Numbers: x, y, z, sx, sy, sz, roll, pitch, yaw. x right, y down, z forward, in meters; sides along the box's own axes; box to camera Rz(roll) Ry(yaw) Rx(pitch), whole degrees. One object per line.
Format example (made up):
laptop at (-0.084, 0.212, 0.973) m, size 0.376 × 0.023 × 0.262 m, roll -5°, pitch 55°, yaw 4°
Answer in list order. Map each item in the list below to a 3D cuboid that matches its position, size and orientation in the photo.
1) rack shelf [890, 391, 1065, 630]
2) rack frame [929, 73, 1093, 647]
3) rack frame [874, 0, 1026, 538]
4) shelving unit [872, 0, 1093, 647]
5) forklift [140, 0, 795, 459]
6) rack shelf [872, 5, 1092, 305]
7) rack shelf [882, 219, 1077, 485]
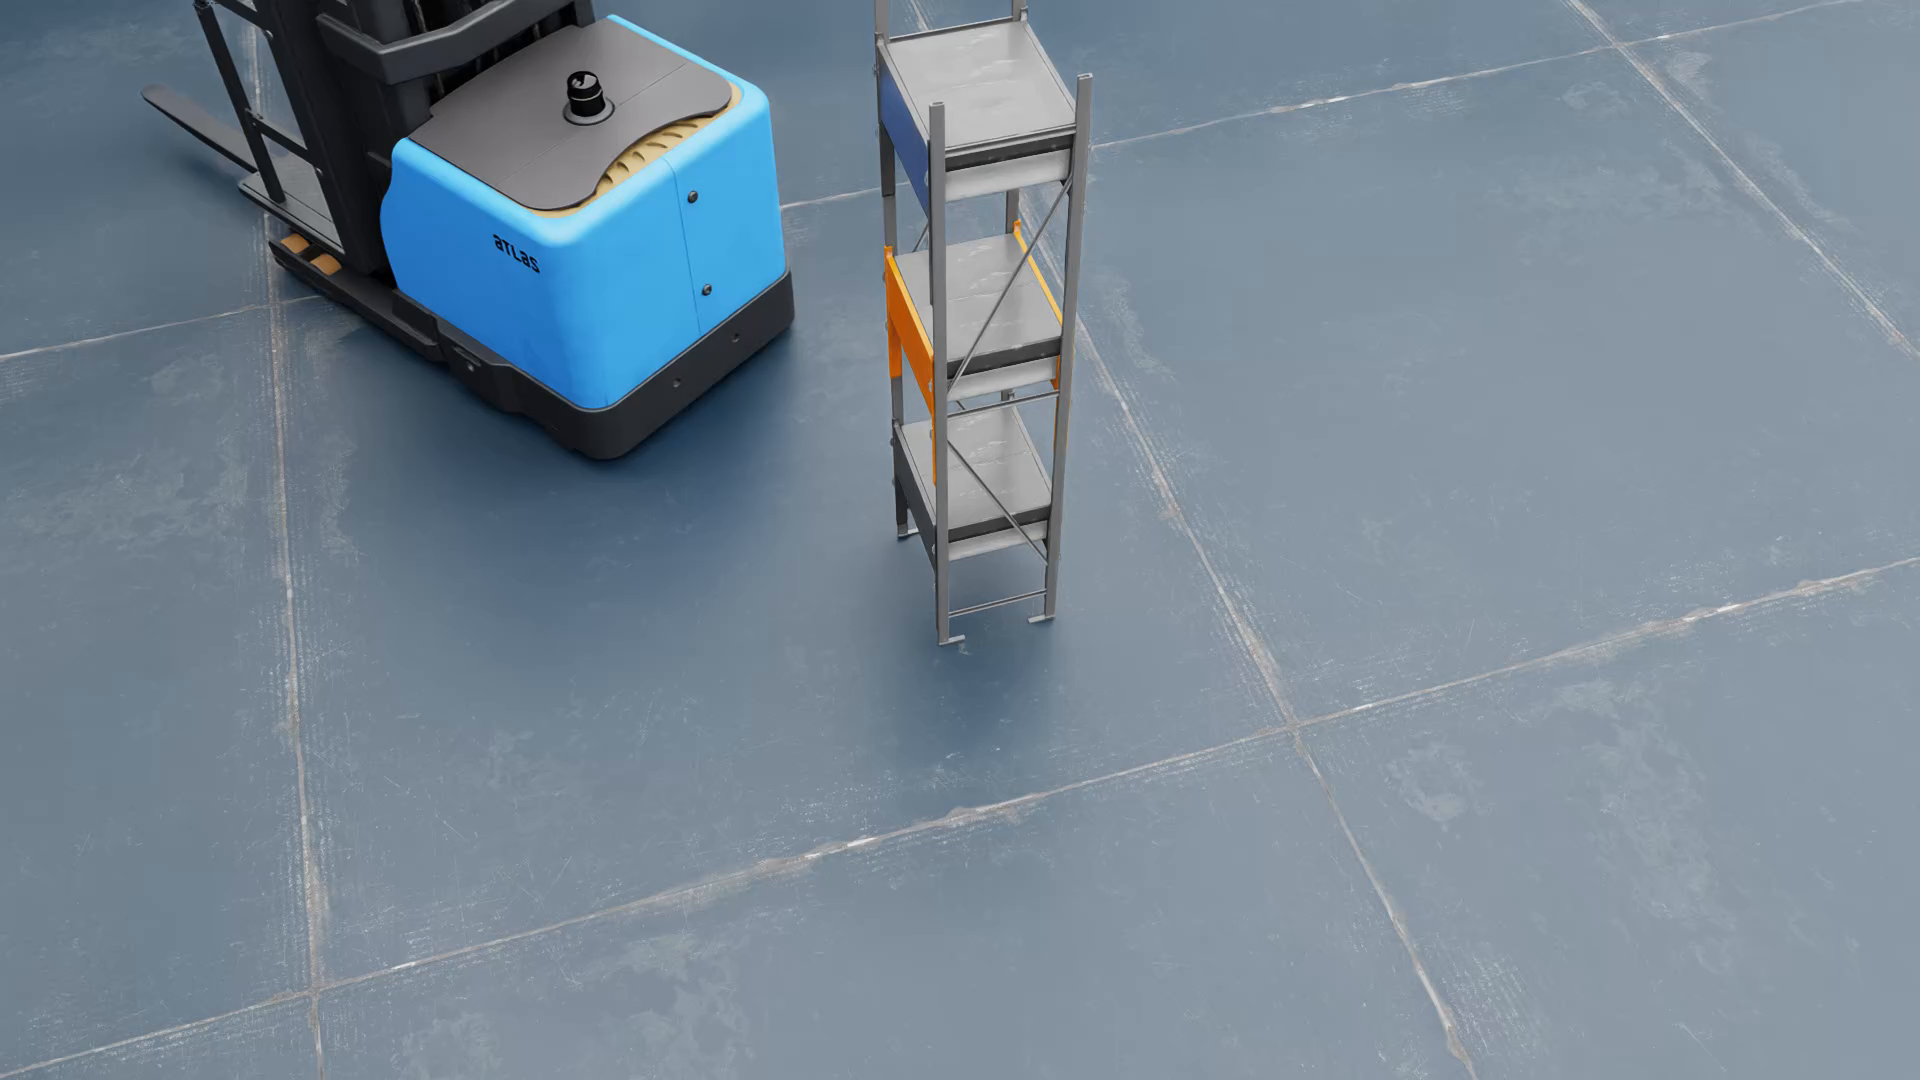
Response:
rack shelf at (0.049, -0.096, 5.391) m, size 0.431 × 0.518 × 0.480 m, roll -13°, pitch 51°, yaw -11°
rack frame at (0.121, -0.378, 4.695) m, size 0.400 × 2.100 × 0.015 m, roll -13°, pitch 51°, yaw -11°
rack frame at (-0.023, -0.734, 4.996) m, size 0.400 × 2.100 × 0.015 m, roll -13°, pitch 51°, yaw -11°
shelving unit at (0.049, -0.556, 4.845) m, size 0.431 × 2.100 × 0.503 m, roll -13°, pitch 51°, yaw -11°
forklift at (-2.100, -2.188, 5.677) m, size 3.031 × 2.935 × 1.130 m, roll 32°, pitch 57°, yaw 24°
rack shelf at (0.049, -0.998, 4.321) m, size 0.431 × 0.518 × 0.480 m, roll -13°, pitch 51°, yaw -11°
rack shelf at (0.049, -0.547, 4.856) m, size 0.431 × 0.518 × 0.480 m, roll -13°, pitch 51°, yaw -11°
